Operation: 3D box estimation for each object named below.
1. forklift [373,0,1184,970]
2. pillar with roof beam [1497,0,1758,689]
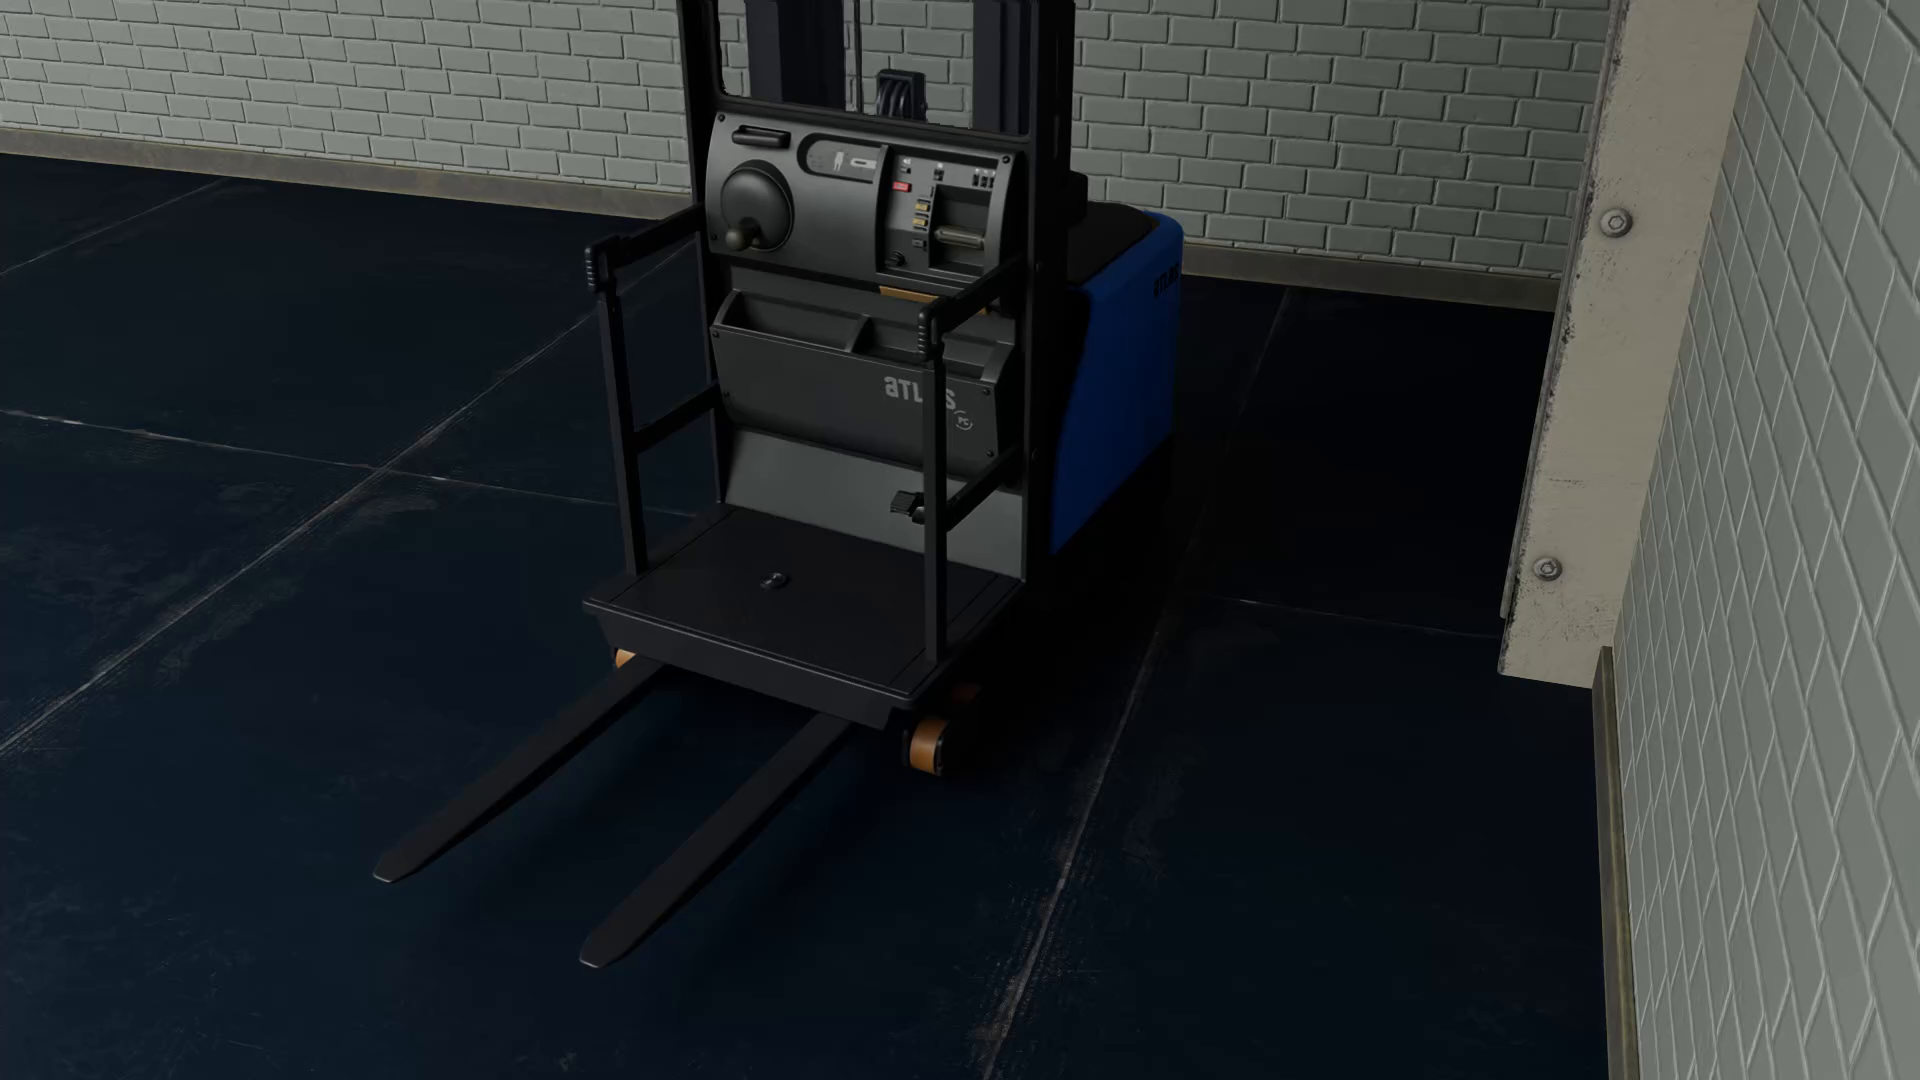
[{"bbox_3d":[-0.380,-0.881,4.318,1.130,2.935,3.031,14,32,24],"label":"forklift"},{"bbox_3d":[-2.286,-4.213,4.067,9.100,9.000,0.400,8,30,15],"label":"pillar with roof beam"}]
